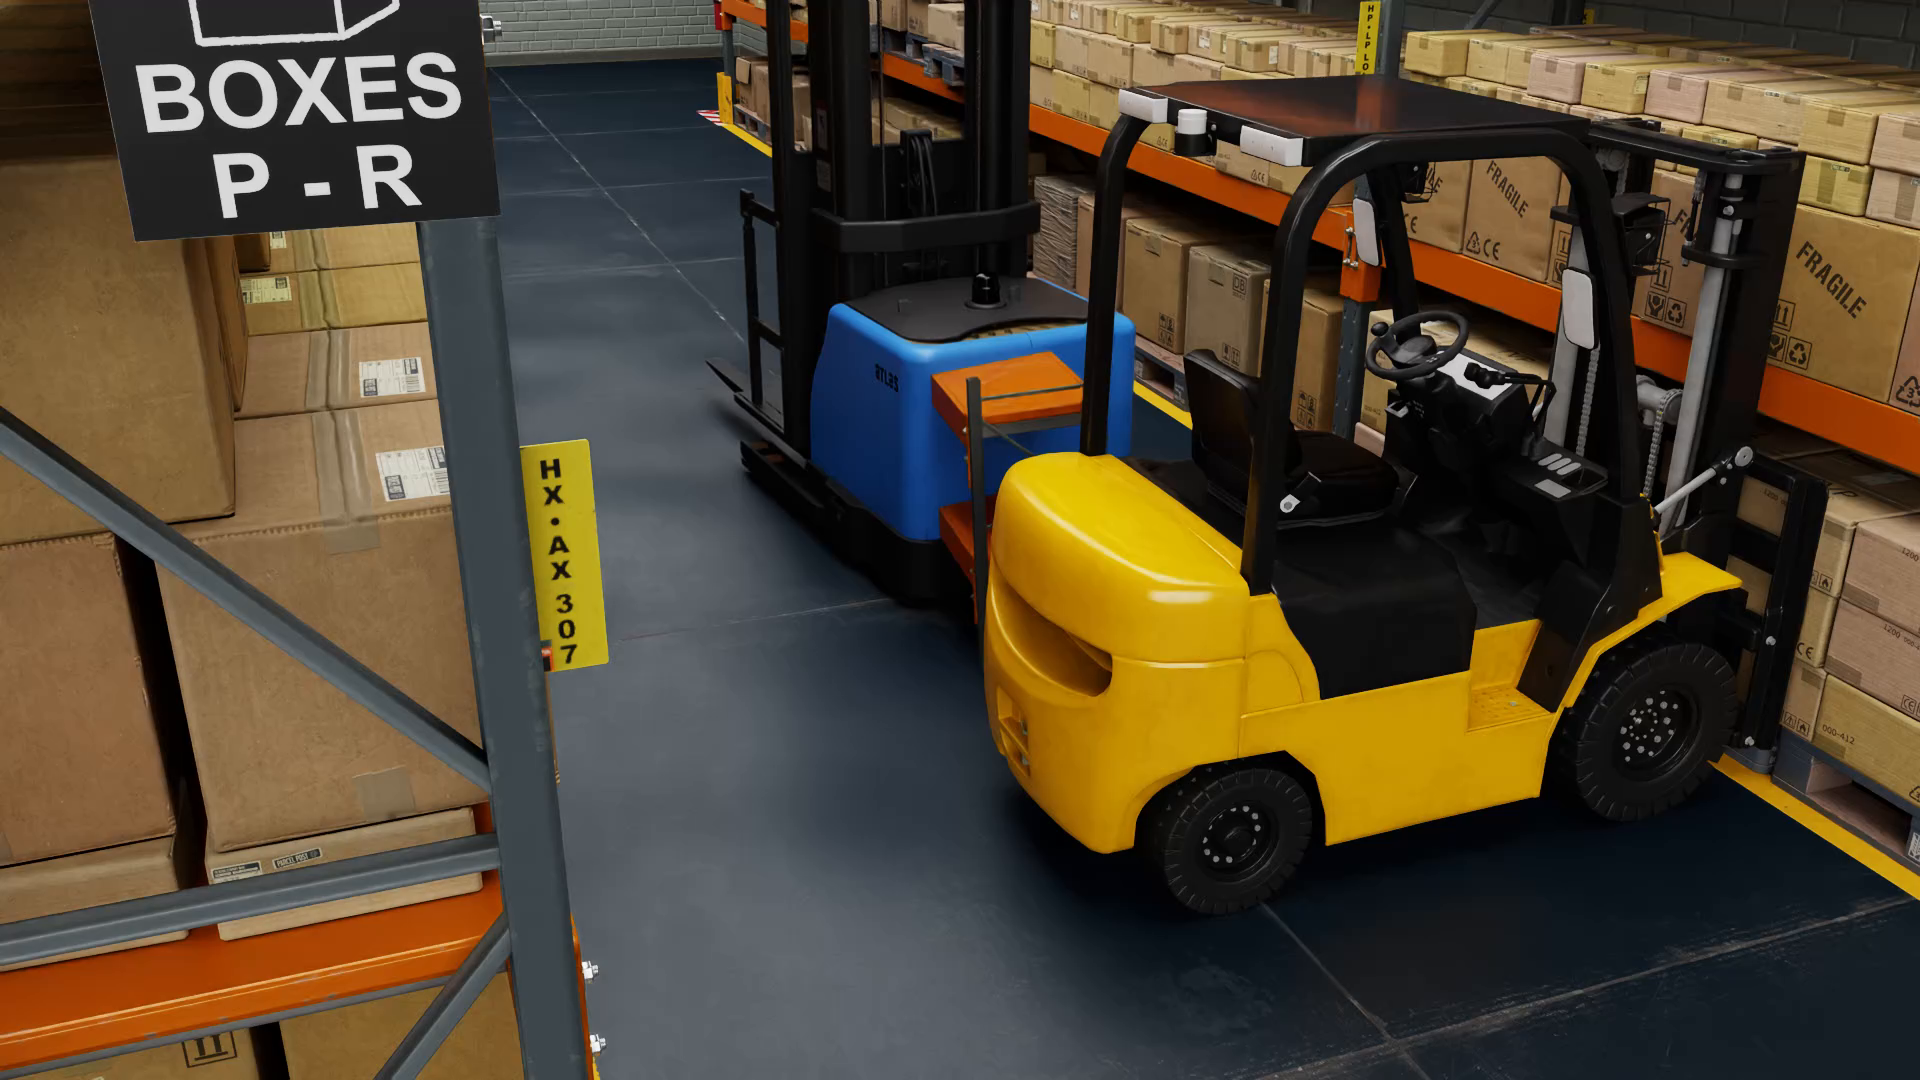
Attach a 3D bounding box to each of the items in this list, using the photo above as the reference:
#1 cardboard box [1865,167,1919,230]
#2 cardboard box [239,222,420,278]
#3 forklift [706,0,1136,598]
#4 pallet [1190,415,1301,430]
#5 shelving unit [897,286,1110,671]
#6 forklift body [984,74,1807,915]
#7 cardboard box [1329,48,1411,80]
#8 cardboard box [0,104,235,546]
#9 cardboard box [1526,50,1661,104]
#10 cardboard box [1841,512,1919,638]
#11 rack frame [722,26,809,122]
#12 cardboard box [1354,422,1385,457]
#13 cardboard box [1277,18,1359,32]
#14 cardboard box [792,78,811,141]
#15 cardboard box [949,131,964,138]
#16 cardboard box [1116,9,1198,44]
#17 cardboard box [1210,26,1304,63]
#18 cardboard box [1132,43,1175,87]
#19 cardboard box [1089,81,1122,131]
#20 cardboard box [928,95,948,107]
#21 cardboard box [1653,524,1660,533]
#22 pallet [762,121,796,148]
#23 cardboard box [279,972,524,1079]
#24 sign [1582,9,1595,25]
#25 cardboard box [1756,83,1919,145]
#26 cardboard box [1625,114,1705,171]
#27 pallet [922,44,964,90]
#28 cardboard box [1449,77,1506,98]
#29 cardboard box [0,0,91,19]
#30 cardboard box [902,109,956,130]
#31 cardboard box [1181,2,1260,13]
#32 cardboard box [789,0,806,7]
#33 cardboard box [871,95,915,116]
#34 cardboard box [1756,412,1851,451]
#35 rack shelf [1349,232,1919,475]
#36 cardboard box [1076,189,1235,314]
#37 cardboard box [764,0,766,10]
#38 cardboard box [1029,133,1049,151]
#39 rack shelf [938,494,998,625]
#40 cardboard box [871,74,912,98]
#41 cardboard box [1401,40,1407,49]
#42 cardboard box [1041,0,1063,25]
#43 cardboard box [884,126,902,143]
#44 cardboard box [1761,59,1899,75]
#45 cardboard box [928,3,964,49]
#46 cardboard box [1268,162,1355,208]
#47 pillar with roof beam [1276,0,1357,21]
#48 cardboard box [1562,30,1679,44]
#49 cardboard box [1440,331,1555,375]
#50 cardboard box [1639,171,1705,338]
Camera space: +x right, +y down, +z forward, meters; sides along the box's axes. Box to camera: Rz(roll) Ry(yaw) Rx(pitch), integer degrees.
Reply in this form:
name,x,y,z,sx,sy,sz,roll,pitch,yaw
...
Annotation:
name,x,y,z,sx,sy,sz,roll,pitch,yaw
cardboard box,2.851,-0.990,4.772,0.380,0.149,0.250,-9,25,-21
cardboard box,-1.501,-0.451,3.946,0.500,0.500,0.500,-9,24,-20
forklift,-0.396,-1.659,7.412,1.130,2.935,3.031,-11,25,-24
pallet,1.894,-0.614,8.436,1.003,0.211,1.213,-8,24,-19
shelving unit,0.156,-0.269,6.394,0.538,1.125,1.048,-9,25,-13
forklift body,1.227,-0.231,5.029,2.313,2.155,1.214,-8,24,-19
cardboard box,1.862,-2.076,7.348,0.380,0.149,0.250,-7,24,-17
cardboard box,-1.423,-0.301,2.302,0.700,0.500,0.500,-9,24,-20
cardboard box,2.296,-1.681,6.029,0.380,0.149,0.250,-8,24,-18
cardboard box,2.964,0.120,4.815,0.500,0.250,0.500,-8,24,-18
rack frame,-2.048,-5.997,17.617,1.000,3.000,0.127,-8,24,-19
cardboard box,2.052,-0.342,7.199,0.500,0.250,0.500,-8,24,-18
cardboard box,1.866,-2.610,8.615,0.380,0.149,0.250,-9,24,-19
cardboard box,-1.289,-4.110,15.818,0.700,0.500,0.500,-9,25,-21
cardboard box,0.138,-2.874,12.050,0.380,0.149,0.250,-8,24,-17
cardboard box,1.081,-2.812,9.095,0.380,0.149,0.250,-8,24,-18
cardboard box,1.466,-2.444,8.223,0.380,0.149,0.250,-9,24,-20
cardboard box,1.254,-2.500,8.869,0.500,0.250,0.500,-8,24,-18
cardboard box,1.067,-2.457,9.410,0.500,0.250,0.500,-9,25,-21
cardboard box,-0.044,-3.608,13.791,0.380,0.149,0.250,-8,24,-18
cardboard box,2.597,-0.025,5.803,0.500,0.250,0.500,-8,24,-19
pallet,-1.312,-3.952,16.356,1.003,0.211,1.213,-8,24,-19
cardboard box,-1.074,0.887,3.317,0.500,0.500,0.500,-9,25,-21
sign,2.710,-2.149,7.270,0.100,0.325,0.005,-8,24,-19
cardboard box,2.733,-1.323,5.181,0.380,0.149,0.250,-8,24,-18
cardboard box,2.483,-1.361,5.653,0.380,0.149,0.250,-9,25,-21
pallet,0.473,-3.239,11.319,1.213,0.211,1.003,-8,24,-19
cardboard box,2.150,-1.736,6.543,0.380,0.149,0.250,-8,24,-18
cardboard box,-2.187,-1.034,4.042,0.700,0.500,0.500,-9,24,-20
cardboard box,-0.238,-3.252,12.945,0.380,0.149,0.250,-7,24,-17
cardboard box,1.485,-2.977,9.488,0.380,0.149,0.250,-8,24,-19
cardboard box,-1.234,-4.943,14.926,0.500,0.250,0.500,-8,24,-19
cardboard box,-0.587,-3.627,13.837,0.380,0.149,0.250,-9,24,-20
cardboard box,3.090,-0.323,5.866,0.500,0.250,0.500,-9,24,-20
rack shelf,2.897,-0.579,5.687,1.077,0.370,4.000,-8,24,-19
cardboard box,1.224,-1.725,9.997,0.875,0.625,0.625,-8,24,-17
cardboard box,-1.668,-5.157,15.946,0.380,0.149,0.250,-8,24,-18
cardboard box,0.654,-2.843,11.975,0.380,0.149,0.250,-8,24,-18
rack shelf,0.167,-0.047,6.495,0.538,0.278,1.000,-9,25,-13
cardboard box,-0.621,-3.767,13.784,0.380,0.149,0.250,-10,25,-22
cardboard box,2.222,-2.244,7.747,0.380,0.149,0.250,-9,25,-21
cardboard box,0.710,-3.182,9.974,0.380,0.149,0.250,-8,24,-18
cardboard box,-0.305,-3.005,13.194,0.500,0.500,0.500,-9,25,-21
cardboard box,3.009,-1.575,5.777,0.380,0.149,0.250,-9,24,-20
cardboard box,0.102,-3.554,11.472,0.500,0.250,0.500,-10,25,-21
cardboard box,1.768,-1.715,7.650,0.500,0.250,0.500,-8,24,-18
pillar with roof beam,-1.946,-4.914,7.323,9.100,9.000,0.400,-8,24,-19
cardboard box,2.636,-1.948,6.662,0.380,0.149,0.250,-9,24,-20
cardboard box,2.239,-0.618,6.567,0.500,0.250,0.500,-8,24,-19
cardboard box,2.641,-0.929,5.464,0.500,0.500,0.500,-8,24,-19
